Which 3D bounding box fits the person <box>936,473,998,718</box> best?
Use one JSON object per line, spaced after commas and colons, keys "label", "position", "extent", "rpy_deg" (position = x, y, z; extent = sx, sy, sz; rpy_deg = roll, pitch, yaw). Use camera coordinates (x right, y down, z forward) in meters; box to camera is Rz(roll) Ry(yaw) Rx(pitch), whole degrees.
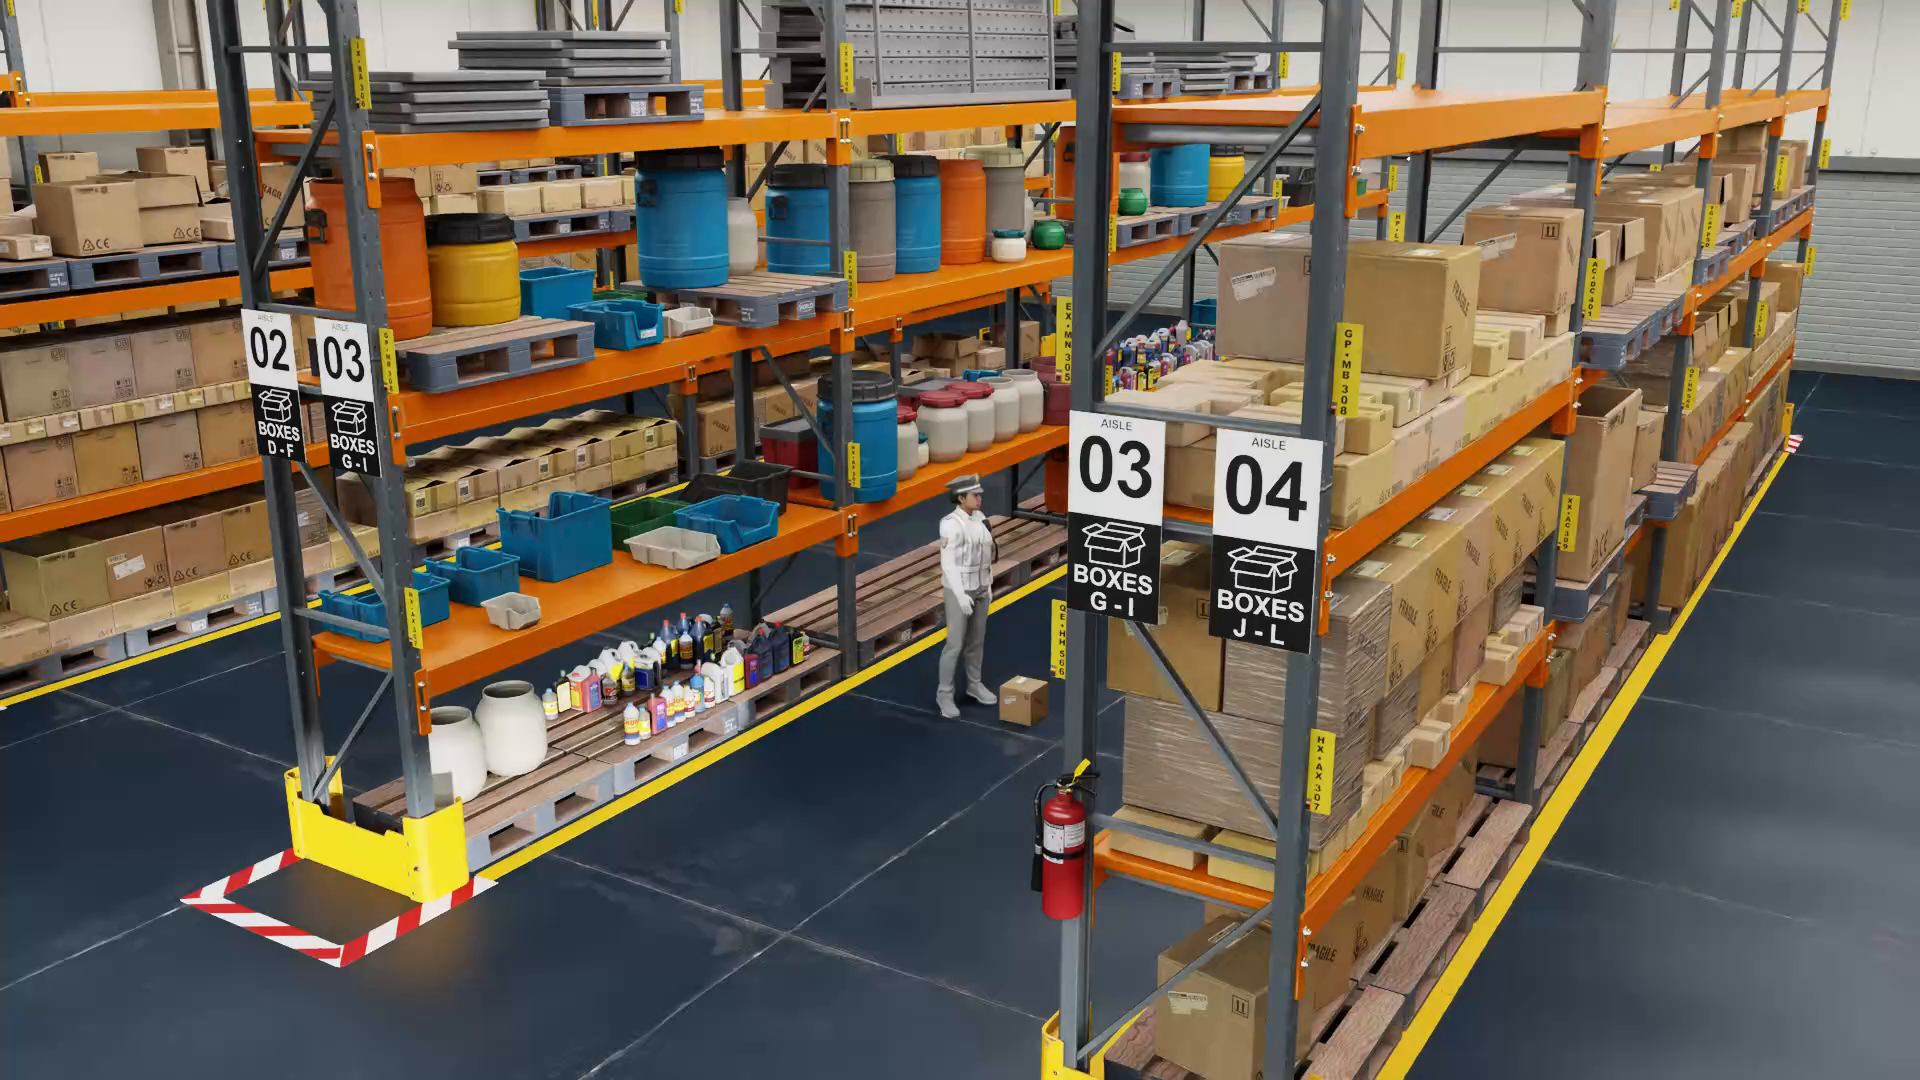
{"label": "person", "position": [0.050, 0.371, 11.719], "extent": [0.361, 1.727, 0.551], "rpy_deg": [13, 21, 38]}
